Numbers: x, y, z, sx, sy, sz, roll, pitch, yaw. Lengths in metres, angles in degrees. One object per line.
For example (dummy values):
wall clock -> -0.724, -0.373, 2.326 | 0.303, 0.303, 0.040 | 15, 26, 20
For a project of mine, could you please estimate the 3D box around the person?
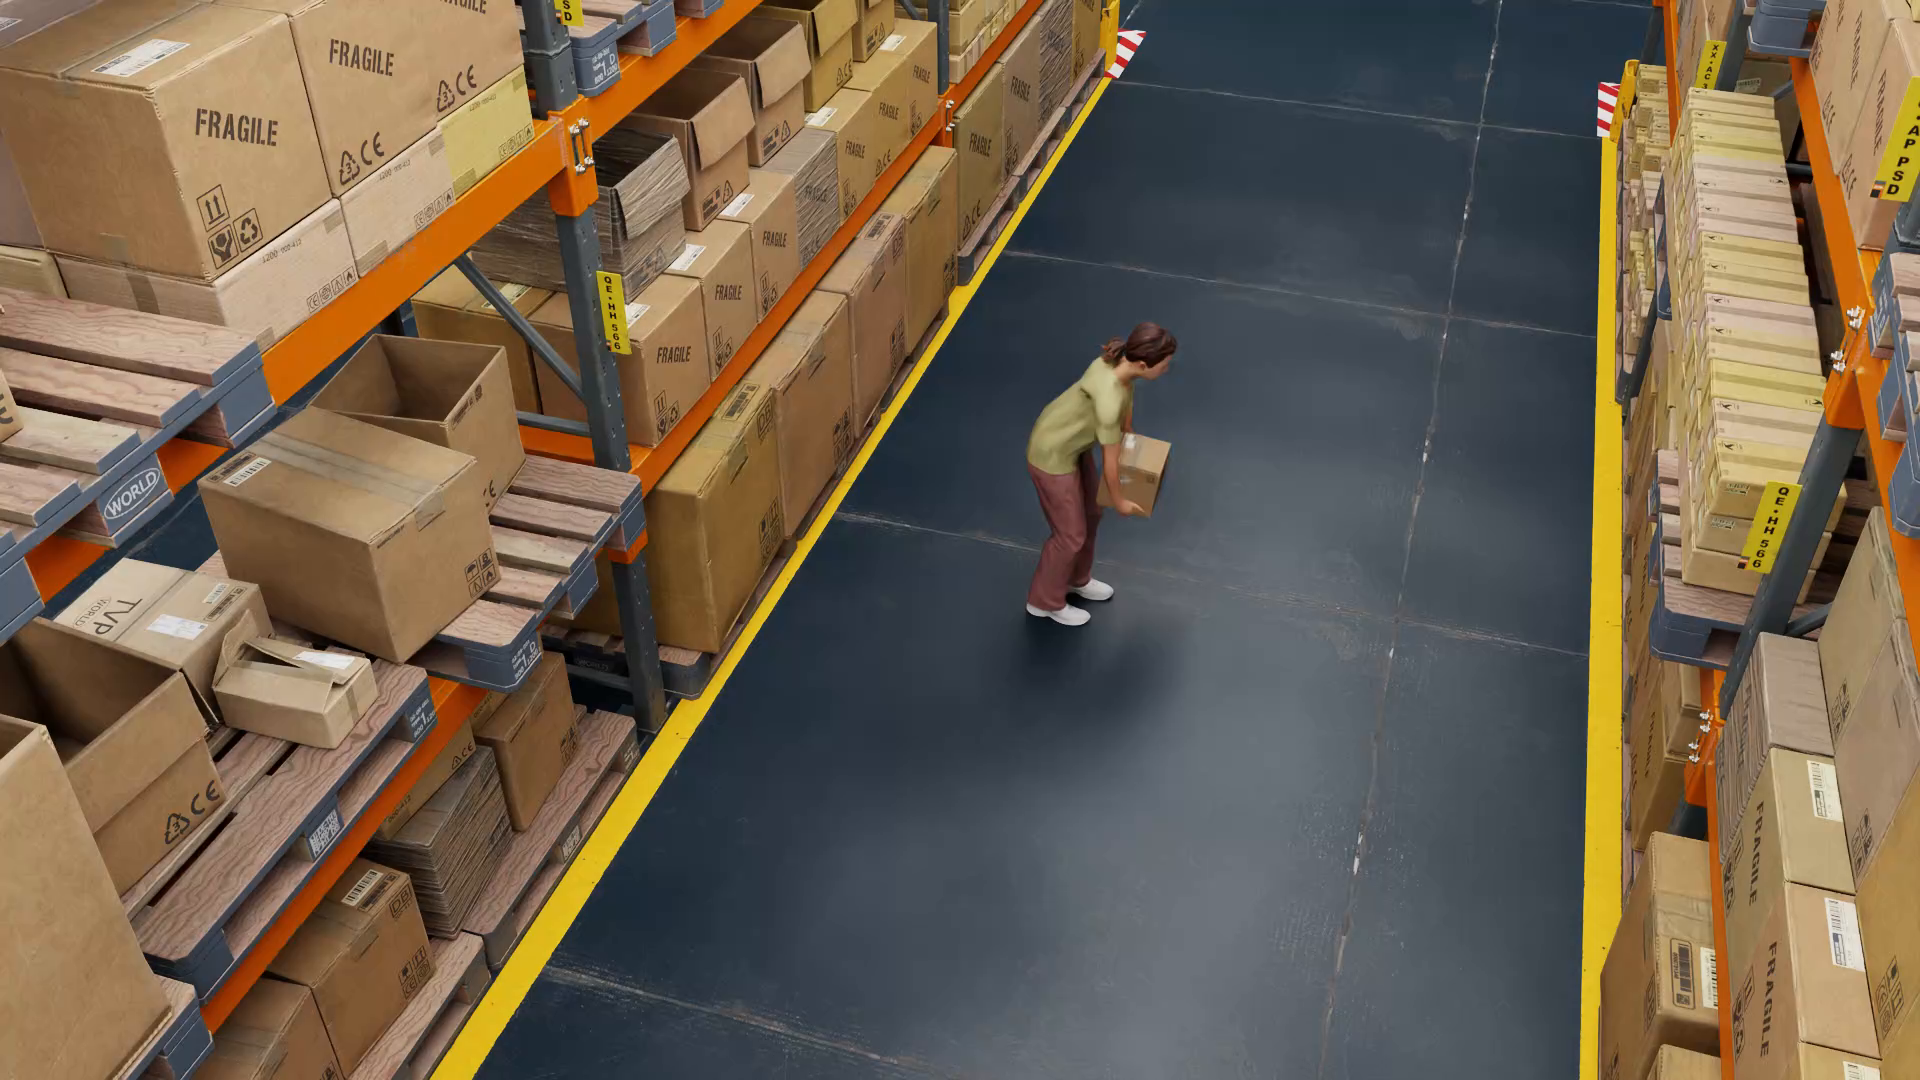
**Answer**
person -> 0.507, -0.382, 7.396 | 0.416, 1.671, 0.505 | 9, 38, 12
